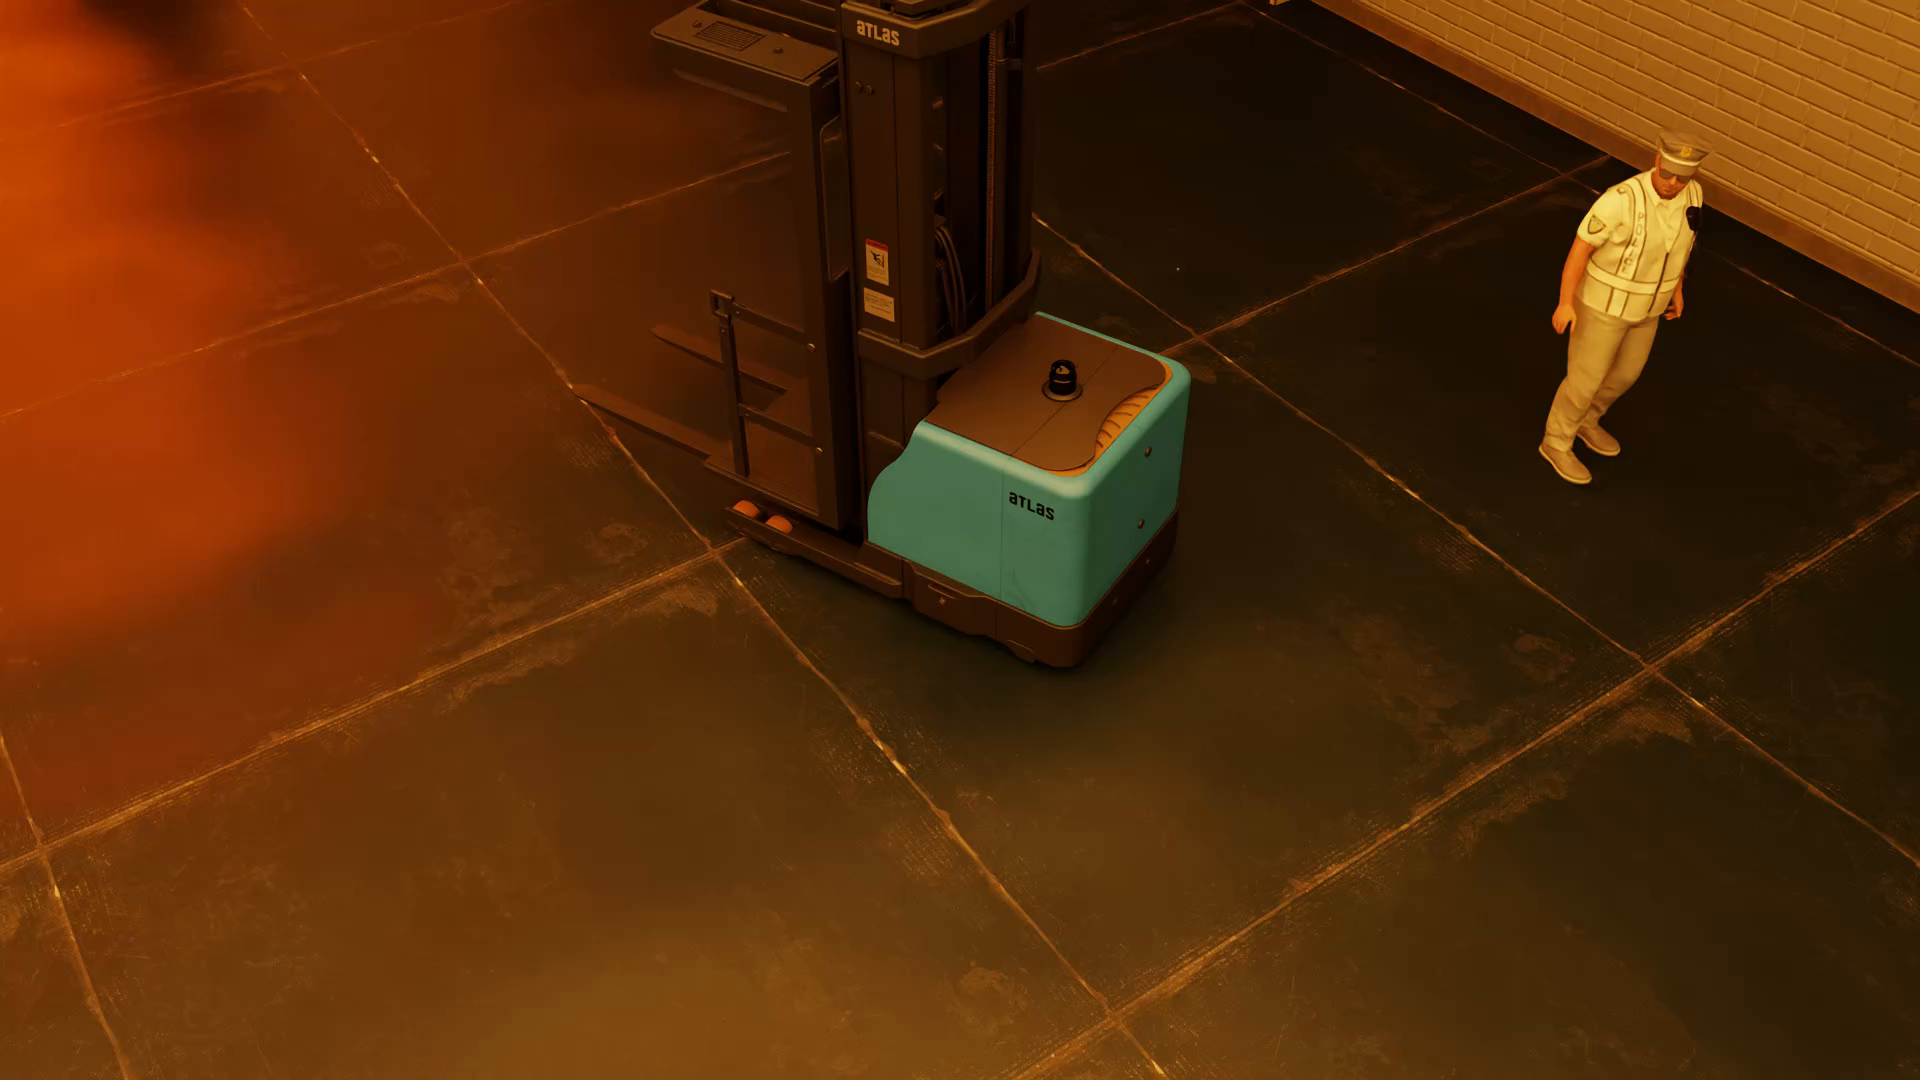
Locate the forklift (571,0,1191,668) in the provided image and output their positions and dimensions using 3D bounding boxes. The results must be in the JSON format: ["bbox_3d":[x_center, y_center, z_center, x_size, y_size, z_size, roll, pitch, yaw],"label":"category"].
[{"bbox_3d":[-0.511,-1.302,7.129,3.031,2.935,1.130,24,48,24],"label":"forklift"}]

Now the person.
[{"bbox_3d":[3.117,-1.093,7.772,0.699,1.752,0.479,-15,45,-16],"label":"person"}]
